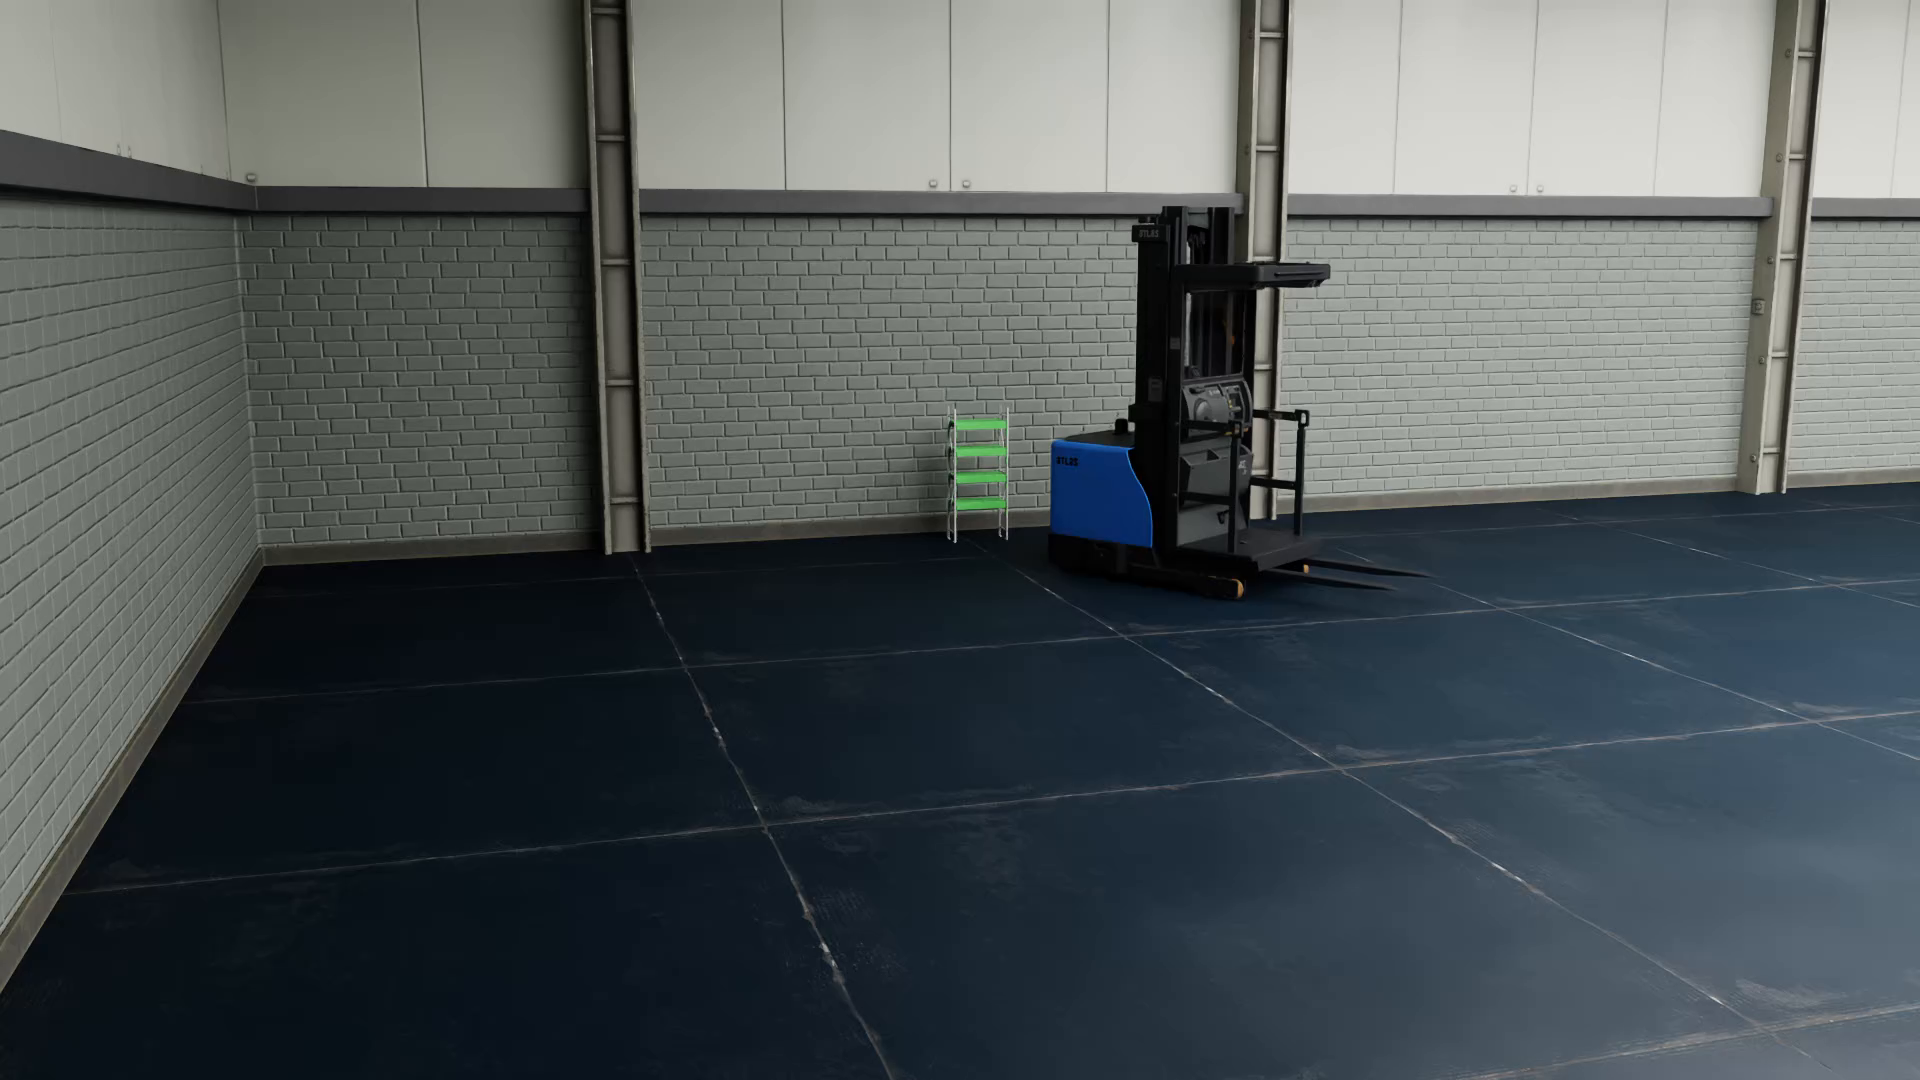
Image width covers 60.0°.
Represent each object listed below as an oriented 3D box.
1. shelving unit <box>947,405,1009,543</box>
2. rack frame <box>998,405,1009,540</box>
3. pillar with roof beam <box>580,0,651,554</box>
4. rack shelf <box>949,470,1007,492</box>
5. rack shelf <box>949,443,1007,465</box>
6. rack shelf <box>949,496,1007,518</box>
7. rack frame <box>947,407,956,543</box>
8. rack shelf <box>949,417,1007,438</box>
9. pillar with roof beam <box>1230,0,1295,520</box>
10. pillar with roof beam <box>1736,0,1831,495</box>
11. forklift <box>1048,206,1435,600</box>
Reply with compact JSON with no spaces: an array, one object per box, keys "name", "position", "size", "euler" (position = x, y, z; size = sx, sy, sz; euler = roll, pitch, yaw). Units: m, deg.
[{"name":"shelving unit","position":[0.159,-0.598,14.983],"size":[0.503,1.200,0.258],"euler":[-3,11,-16]},{"name":"rack frame","position":[0.393,-0.611,15.050],"size":[0.015,1.200,0.240],"euler":[-3,11,-16]},{"name":"pillar with roof beam","position":[-1.719,-3.589,9.689],"size":[0.400,9.000,9.100],"euler":[-3,11,-16]},{"name":"rack shelf","position":[0.159,-0.536,14.995],"size":[0.480,0.148,0.258],"euler":[-3,11,-16]},{"name":"rack shelf","position":[0.159,-0.772,14.951],"size":[0.480,0.148,0.258],"euler":[-3,11,-16]},{"name":"rack shelf","position":[0.159,-0.300,15.038],"size":[0.480,0.148,0.258],"euler":[-3,11,-16]},{"name":"rack frame","position":[-0.075,-0.586,14.916],"size":[0.015,1.200,0.240],"euler":[-3,11,-16]},{"name":"rack shelf","position":[0.159,-1.008,14.908],"size":[0.480,0.148,0.258],"euler":[-3,11,-16]},{"name":"pillar with roof beam","position":[4.042,-3.893,11.338],"size":[0.400,9.000,9.100],"euler":[-3,11,-16]},{"name":"pillar with roof beam","position":[9.803,-4.197,12.988],"size":[0.400,9.000,9.100],"euler":[-3,11,-16]},{"name":"forklift","position":[2.173,-1.092,12.885],"size":[3.031,2.935,1.130],"euler":[9,14,40]}]
